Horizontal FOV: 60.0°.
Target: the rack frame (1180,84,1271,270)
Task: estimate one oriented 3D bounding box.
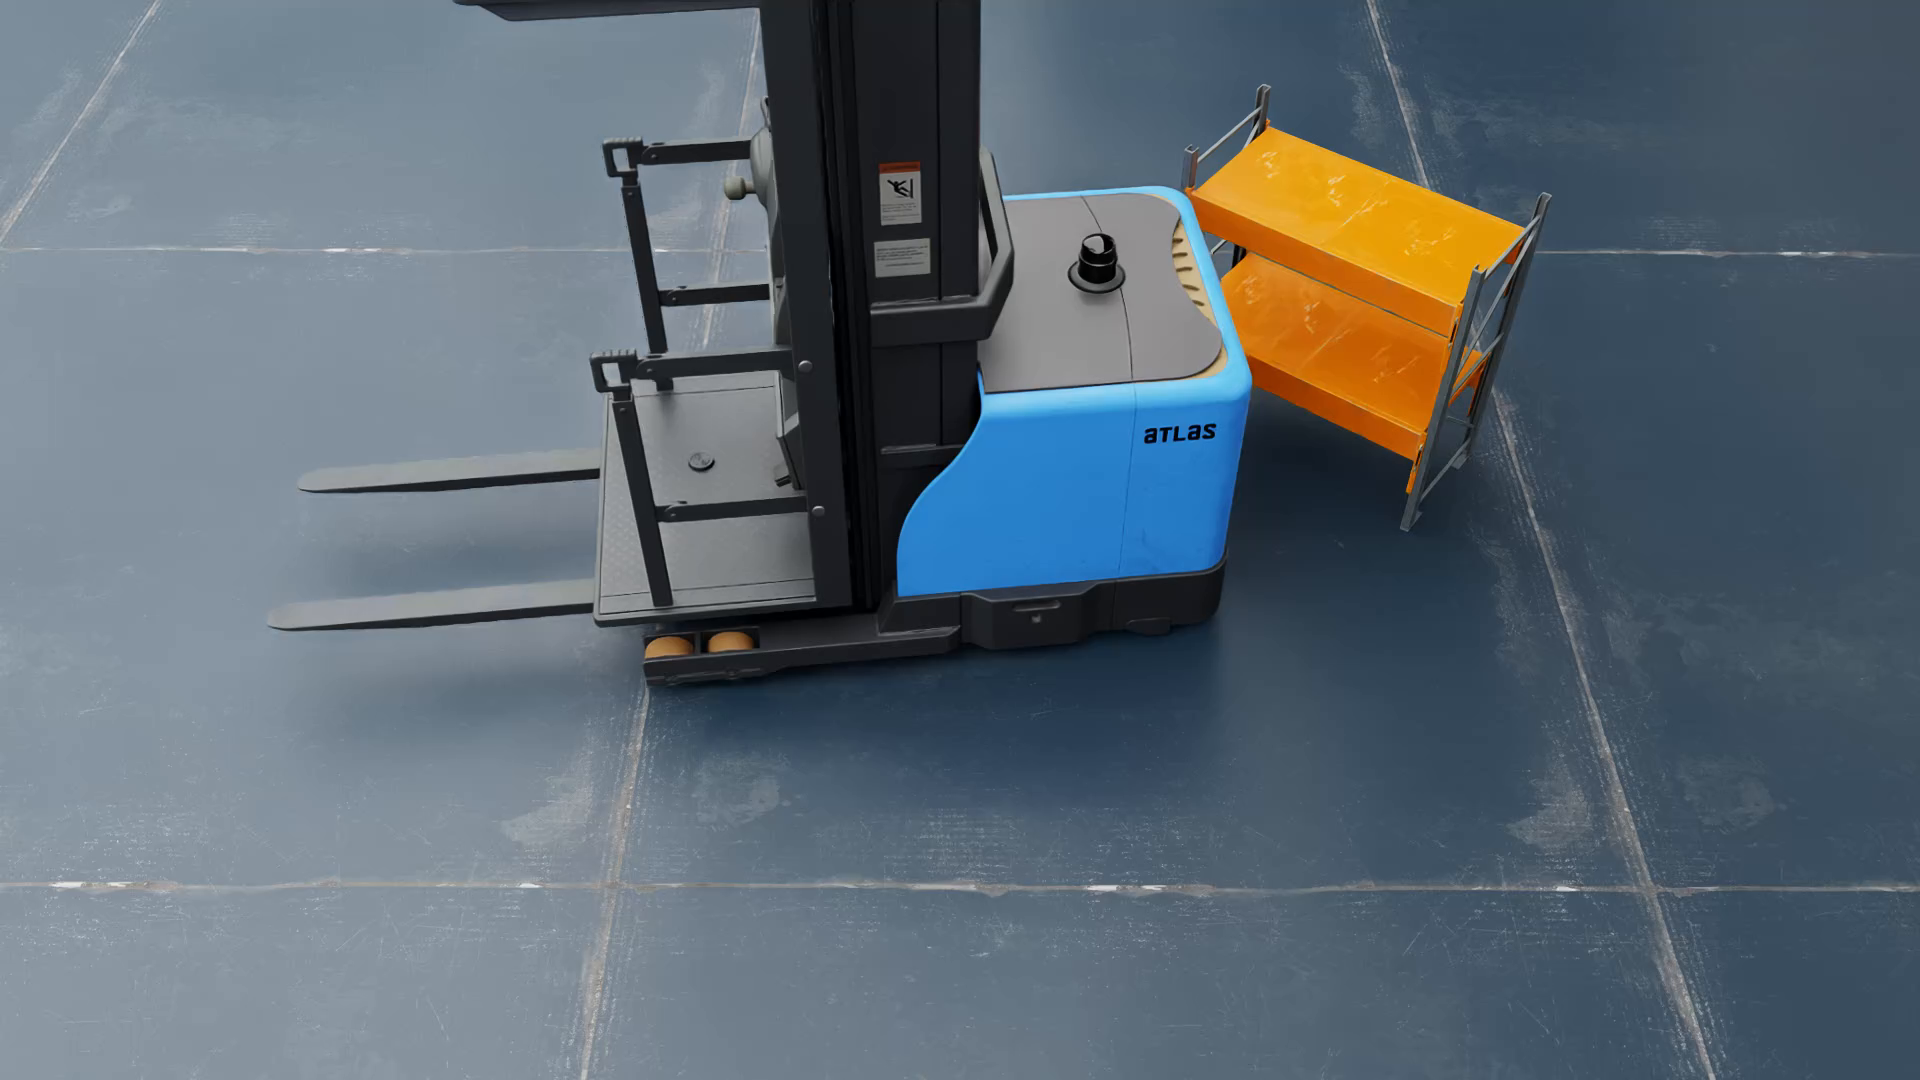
[{"bbox_3d":[0.892,-1.018,5.929,0.032,1.125,0.500,30,54,25],"label":"rack frame"}]

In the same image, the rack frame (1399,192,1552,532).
[{"bbox_3d":[1.695,-0.561,5.504,0.032,1.125,0.500,30,54,25],"label":"rack frame"}]

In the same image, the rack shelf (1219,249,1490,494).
[{"bbox_3d":[1.294,-0.623,5.896,1.000,0.278,0.538,30,54,25],"label":"rack shelf"}]

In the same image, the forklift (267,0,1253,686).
[{"bbox_3d":[-0.699,-0.945,4.627,3.031,2.935,1.130,-5,47,-4],"label":"forklift"}]

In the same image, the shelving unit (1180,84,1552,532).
[{"bbox_3d":[1.294,-0.790,5.717,1.048,1.125,0.538,30,54,25],"label":"shelving unit"}]

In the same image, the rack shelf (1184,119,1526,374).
[{"bbox_3d":[1.294,-0.989,5.502,1.000,0.278,0.538,30,54,25],"label":"rack shelf"}]
